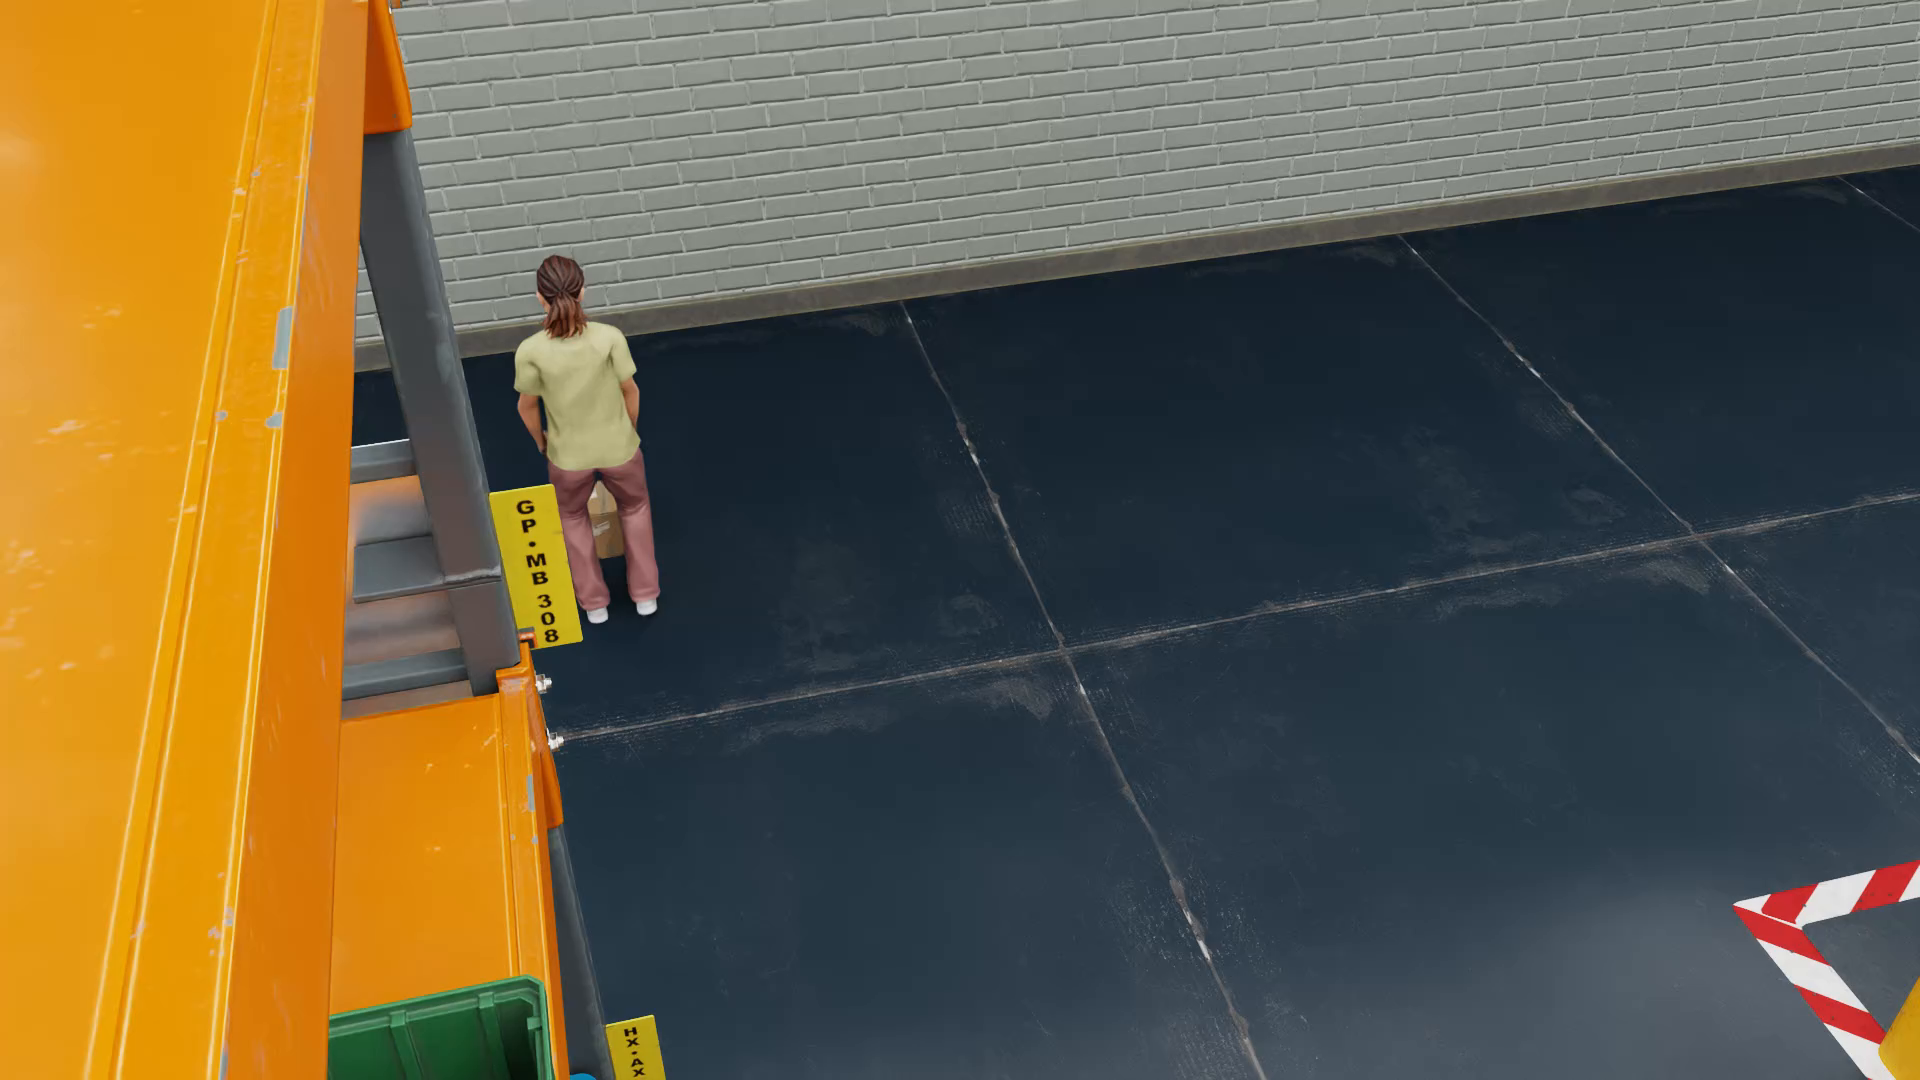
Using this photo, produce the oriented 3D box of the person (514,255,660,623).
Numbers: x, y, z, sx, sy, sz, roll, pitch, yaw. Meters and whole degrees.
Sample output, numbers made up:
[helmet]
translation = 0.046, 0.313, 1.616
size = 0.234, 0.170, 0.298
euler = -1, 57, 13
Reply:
[person]
translation = -1.495, -0.368, 6.672
size = 0.470, 1.621, 0.387
euler = -9, 39, -11
